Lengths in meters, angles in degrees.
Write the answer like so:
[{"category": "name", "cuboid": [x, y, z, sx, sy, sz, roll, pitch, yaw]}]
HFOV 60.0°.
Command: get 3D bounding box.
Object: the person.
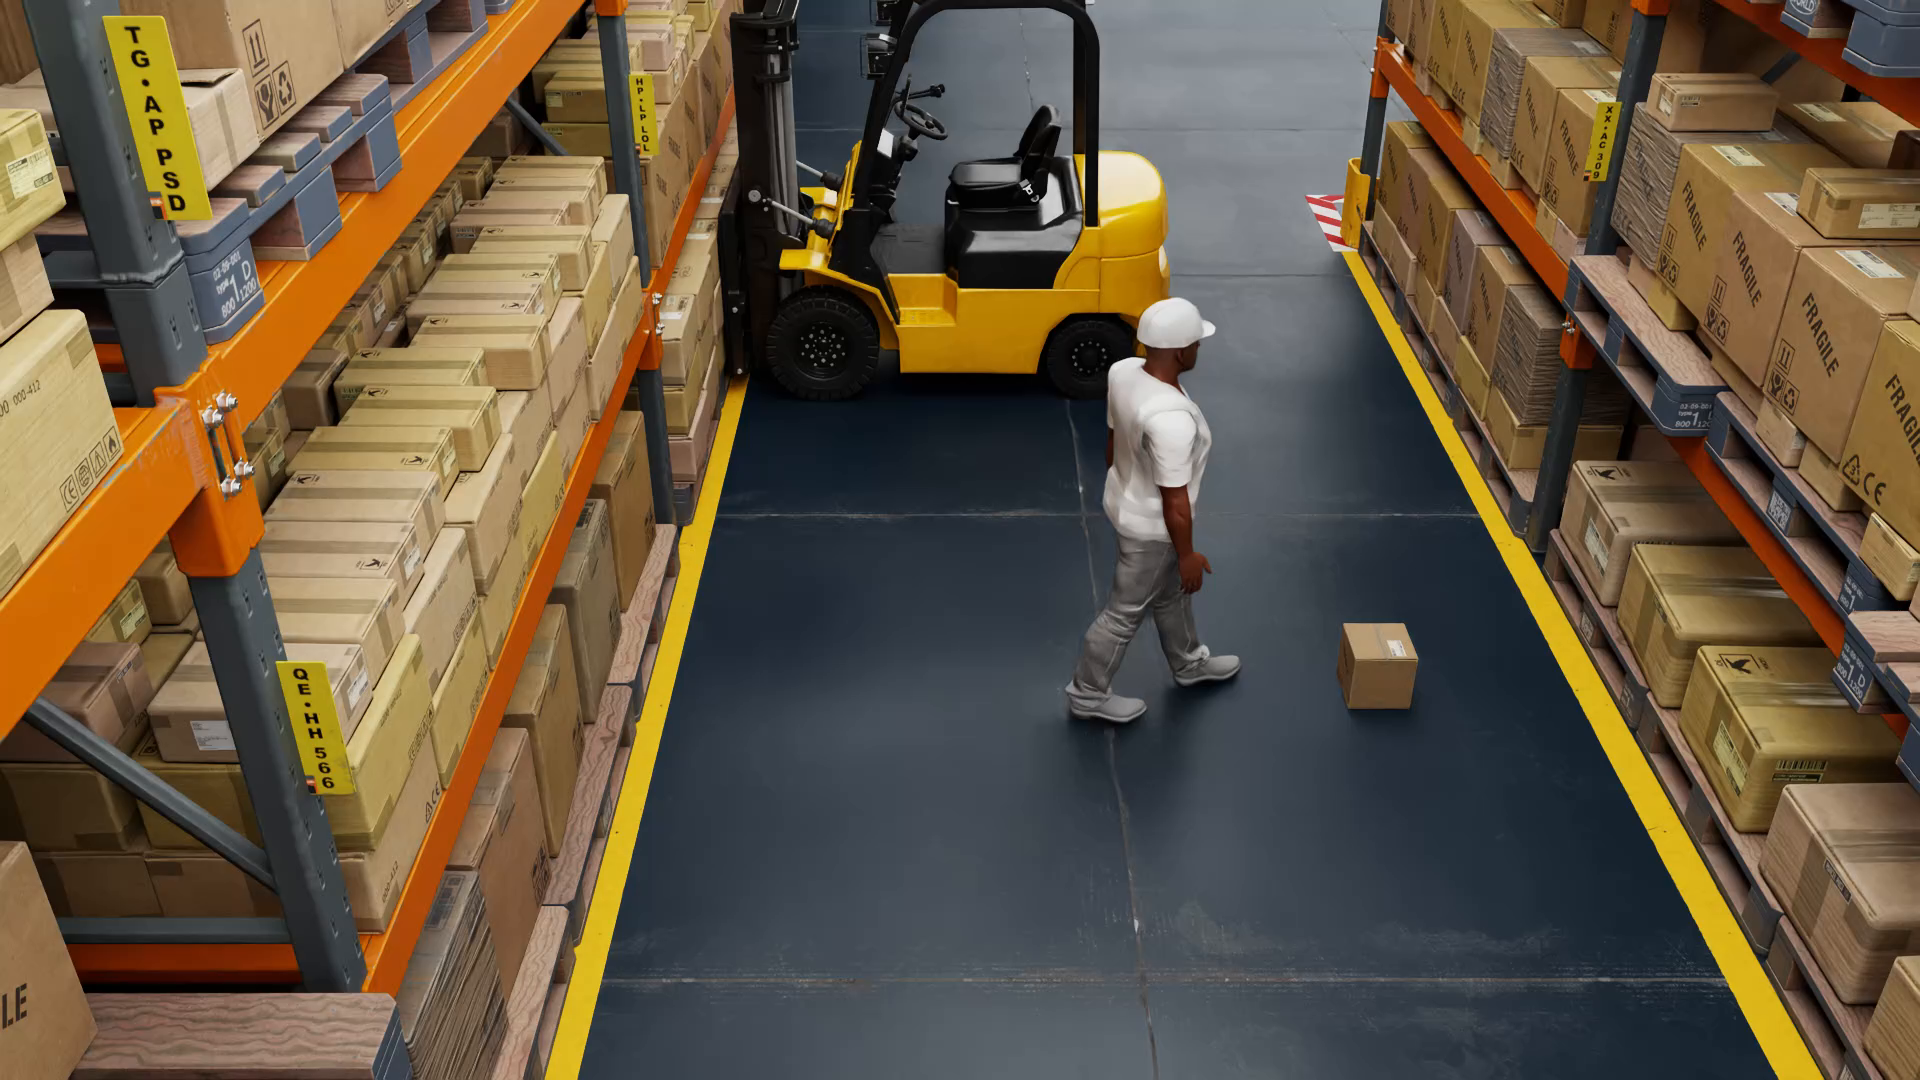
[{"category": "person", "cuboid": [0.802, -0.088, 6.225, 0.783, 1.746, 0.589, -4, 32, -7]}]
